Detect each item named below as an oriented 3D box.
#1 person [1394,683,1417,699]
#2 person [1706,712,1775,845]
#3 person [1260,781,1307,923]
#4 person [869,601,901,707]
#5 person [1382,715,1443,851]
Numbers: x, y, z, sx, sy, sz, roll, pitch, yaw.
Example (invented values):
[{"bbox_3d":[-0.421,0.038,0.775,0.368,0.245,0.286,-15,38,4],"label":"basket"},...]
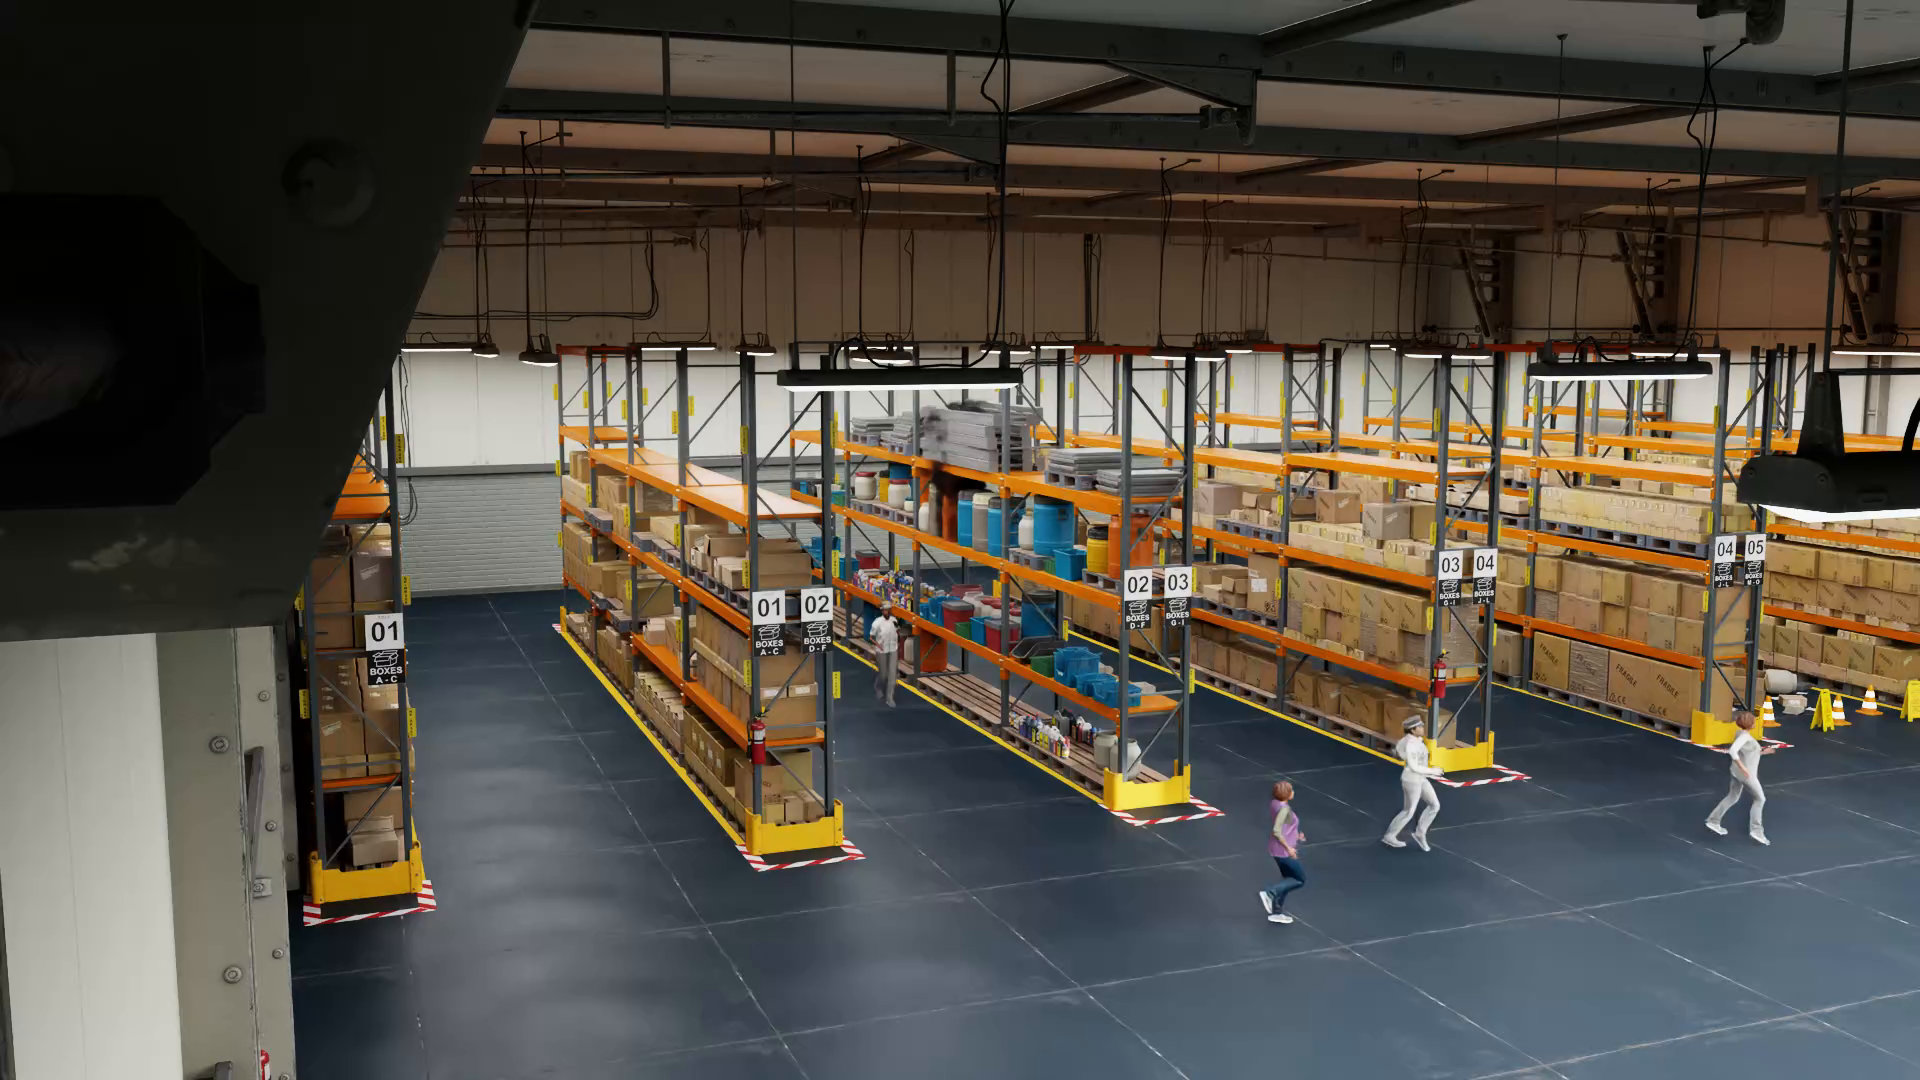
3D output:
[{"bbox_3d":[7.841,1.813,28.767,0.615,1.850,0.775,-3,8,-25],"label":"person"},{"bbox_3d":[9.652,2.930,20.536,0.741,1.642,0.510,1,7,7],"label":"person"},{"bbox_3d":[3.448,3.327,17.727,0.545,1.559,0.535,-1,7,-5],"label":"person"},{"bbox_3d":[-1.177,1.812,26.840,0.578,1.699,0.703,-3,8,-23],"label":"person"},{"bbox_3d":[5.505,2.953,20.184,0.683,1.716,0.579,3,8,22],"label":"person"}]
